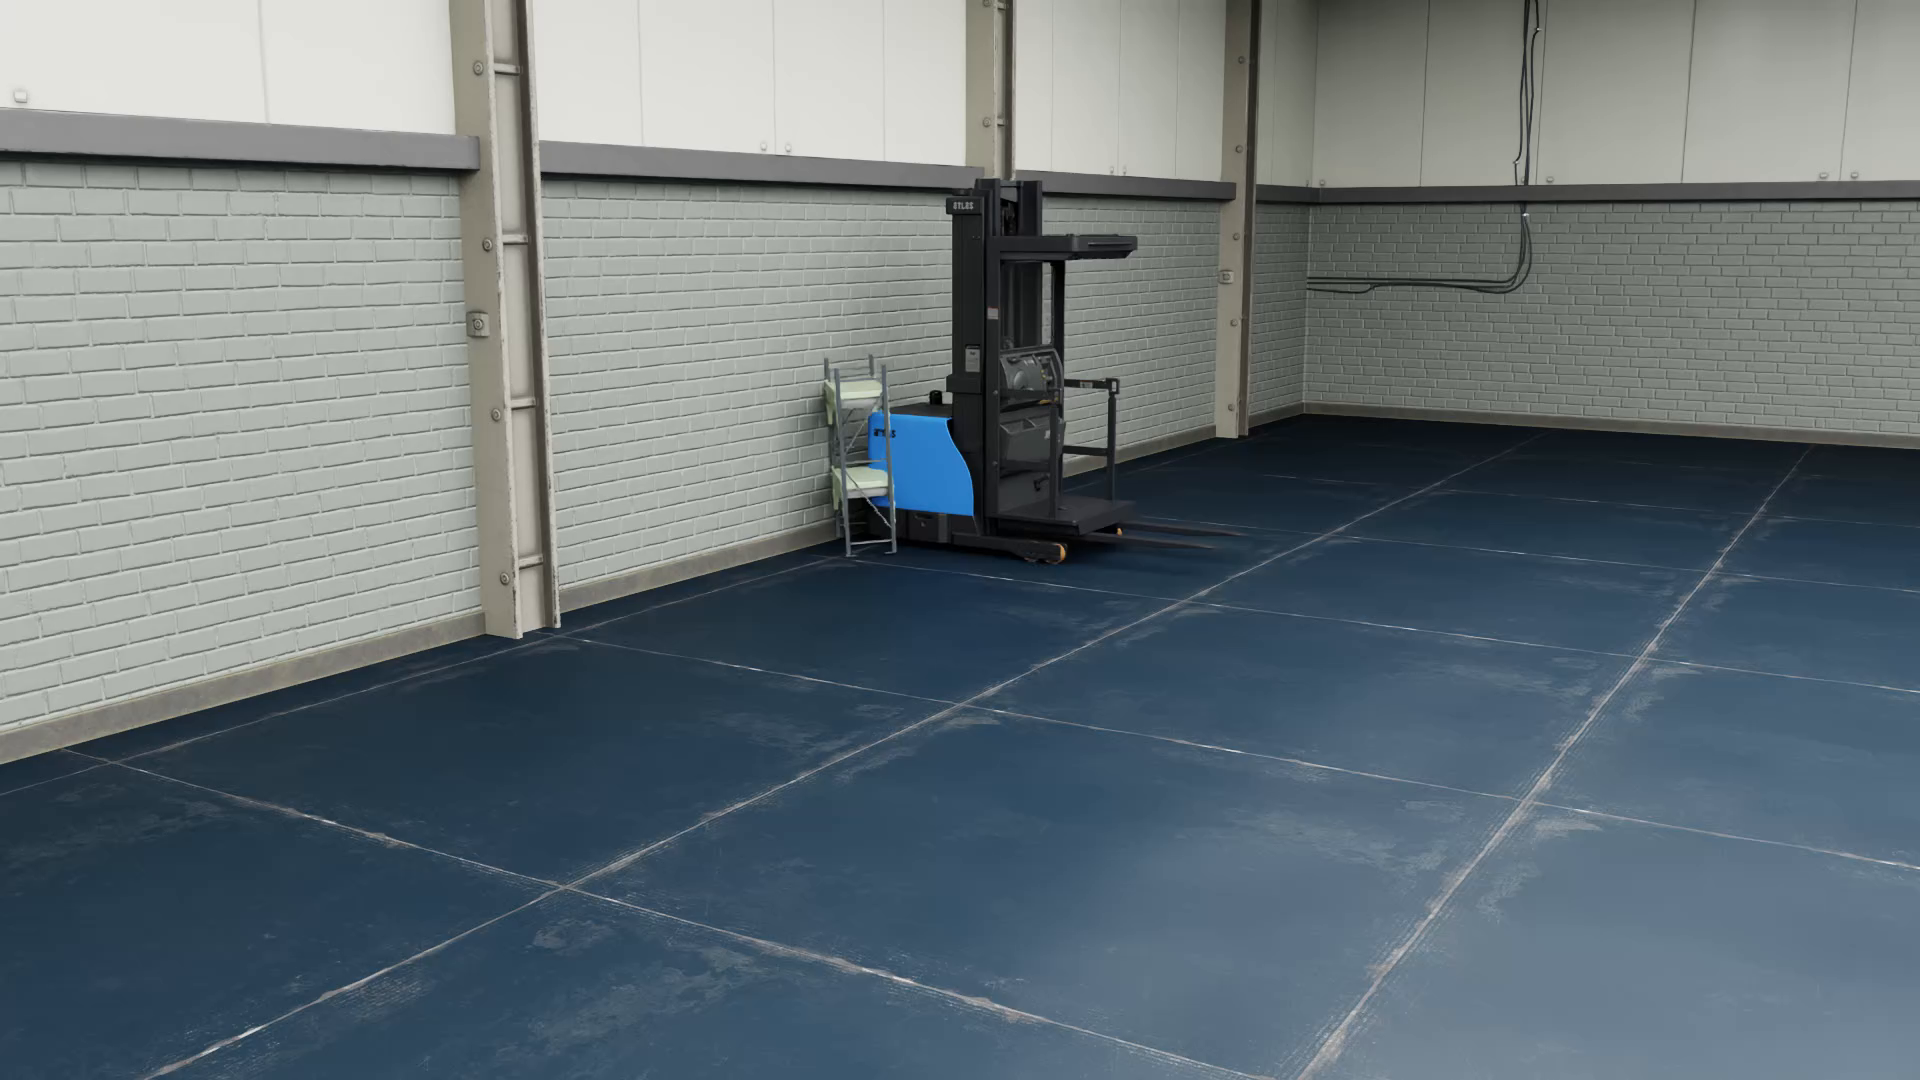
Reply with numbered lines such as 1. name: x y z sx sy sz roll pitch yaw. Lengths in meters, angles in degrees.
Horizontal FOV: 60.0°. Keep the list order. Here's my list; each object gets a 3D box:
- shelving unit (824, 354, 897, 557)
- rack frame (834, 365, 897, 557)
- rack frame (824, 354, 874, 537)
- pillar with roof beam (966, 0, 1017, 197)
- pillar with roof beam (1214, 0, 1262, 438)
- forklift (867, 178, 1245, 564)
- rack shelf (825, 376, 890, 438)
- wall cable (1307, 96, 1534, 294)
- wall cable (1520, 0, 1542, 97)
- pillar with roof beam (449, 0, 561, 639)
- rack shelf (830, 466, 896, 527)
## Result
1. shelving unit: -0.805 -0.692 13.395 0.431 1.500 0.755 -5 13 -10
2. rack frame: -0.738 -0.613 13.044 0.400 1.500 0.023 -5 13 -10
3. rack frame: -0.873 -0.771 13.746 0.400 1.500 0.023 -5 13 -10
4. pillar with roof beam: 3.960 -4.375 12.783 9.100 9.000 0.400 6 12 31
5. pillar with roof beam: 7.075 -5.319 17.823 9.100 9.000 0.400 6 12 31
6. forklift: 0.752 -1.362 13.180 3.031 2.935 1.130 6 12 31
7. rack shelf: -0.824 -1.072 13.306 0.431 0.370 0.720 -5 13 -10
8. wall cable: 6.055 -4.541 22.106 3.097 2.526 0.112 6 12 31
9. wall cable: 8.367 -6.765 20.261 3.097 2.526 0.112 6 12 31
10. pillar with roof beam: 0.845 -3.431 7.743 9.100 9.000 0.400 6 12 31
11. rack shelf: -0.789 -0.375 13.469 0.431 0.370 0.720 -5 13 -10
